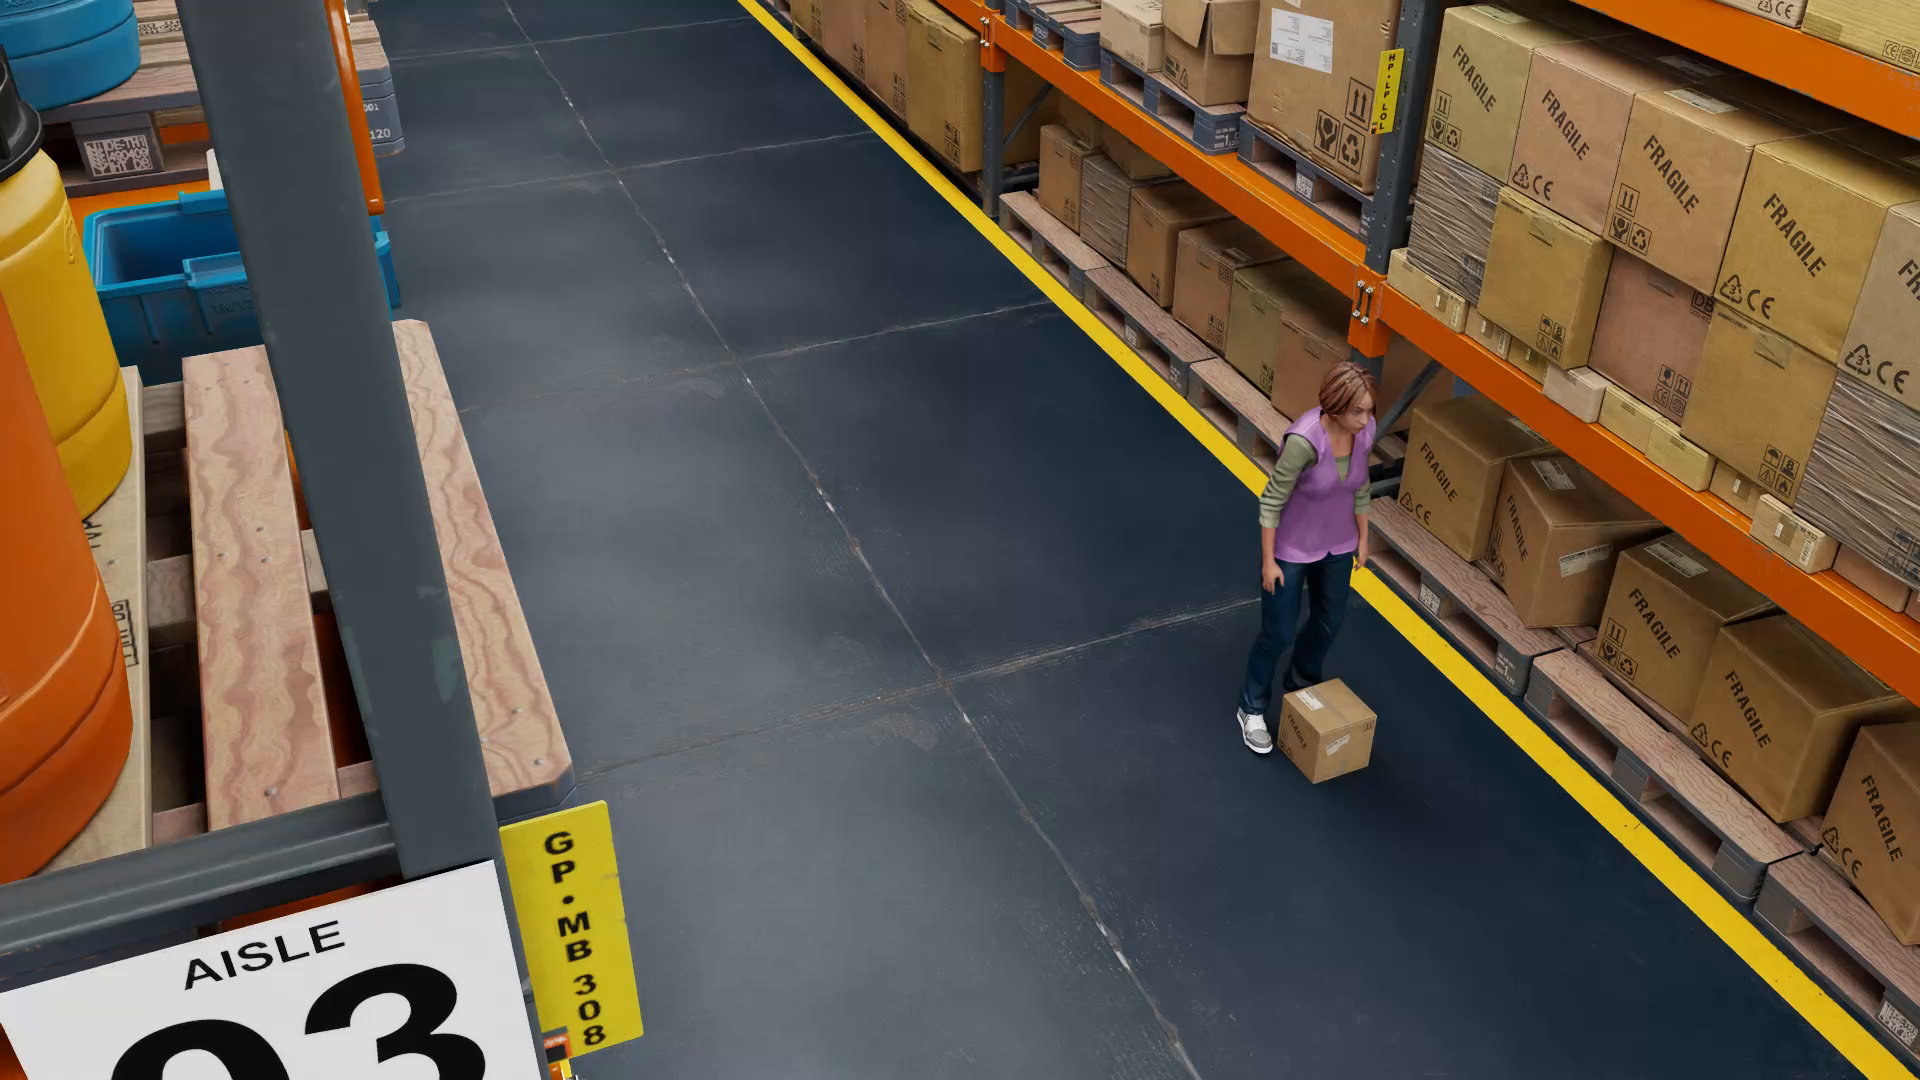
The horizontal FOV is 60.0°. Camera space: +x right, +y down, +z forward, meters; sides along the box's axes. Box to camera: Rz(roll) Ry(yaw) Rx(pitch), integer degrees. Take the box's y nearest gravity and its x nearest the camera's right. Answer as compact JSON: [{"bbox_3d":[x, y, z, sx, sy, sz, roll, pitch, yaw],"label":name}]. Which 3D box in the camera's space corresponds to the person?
[{"bbox_3d":[1.288,0.045,6.085,0.473,1.592,0.349,-14,36,-19],"label":"person"}]
